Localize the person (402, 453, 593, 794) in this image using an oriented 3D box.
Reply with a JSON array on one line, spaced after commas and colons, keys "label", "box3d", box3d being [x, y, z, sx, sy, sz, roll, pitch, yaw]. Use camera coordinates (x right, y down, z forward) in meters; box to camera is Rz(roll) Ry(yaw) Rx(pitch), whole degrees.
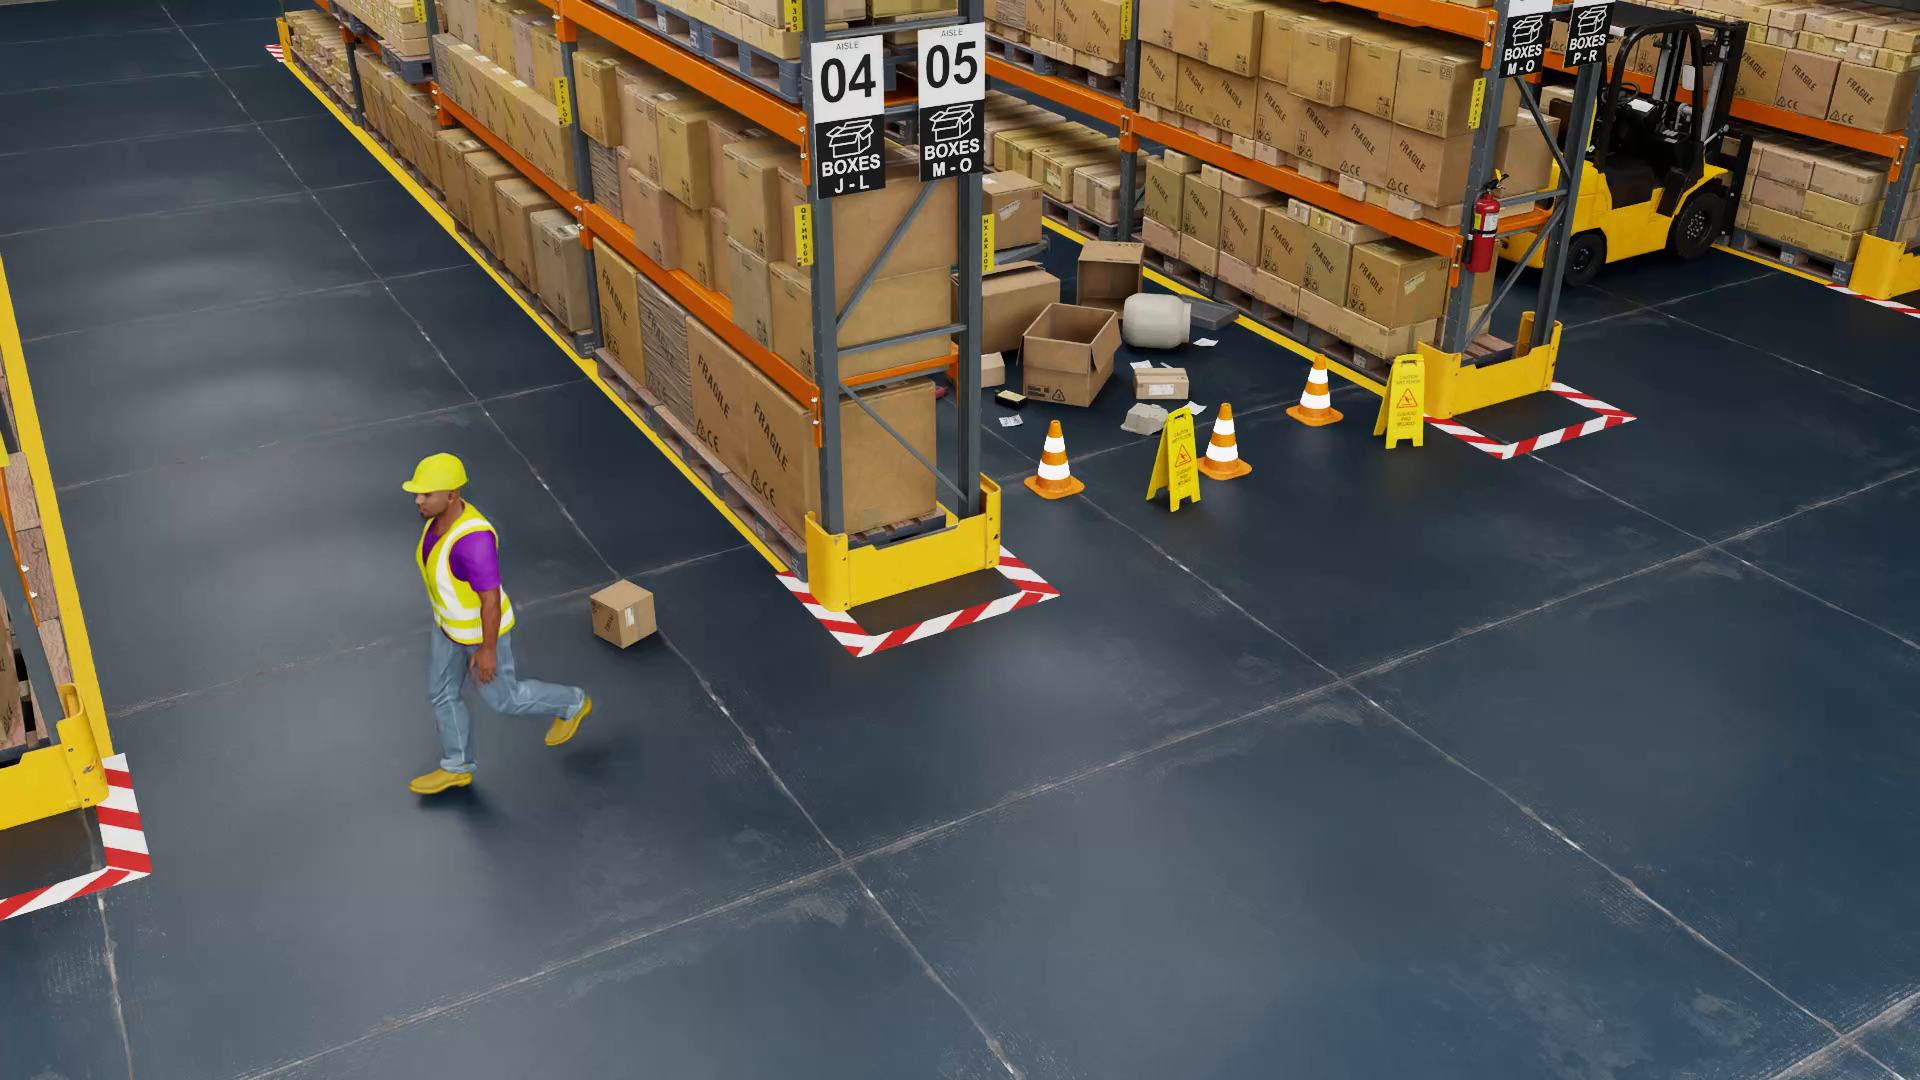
[{"label": "person", "box3d": [-2.248, 0.378, 7.851, 0.937, 1.738, 0.584, -23, 36, -35]}]
